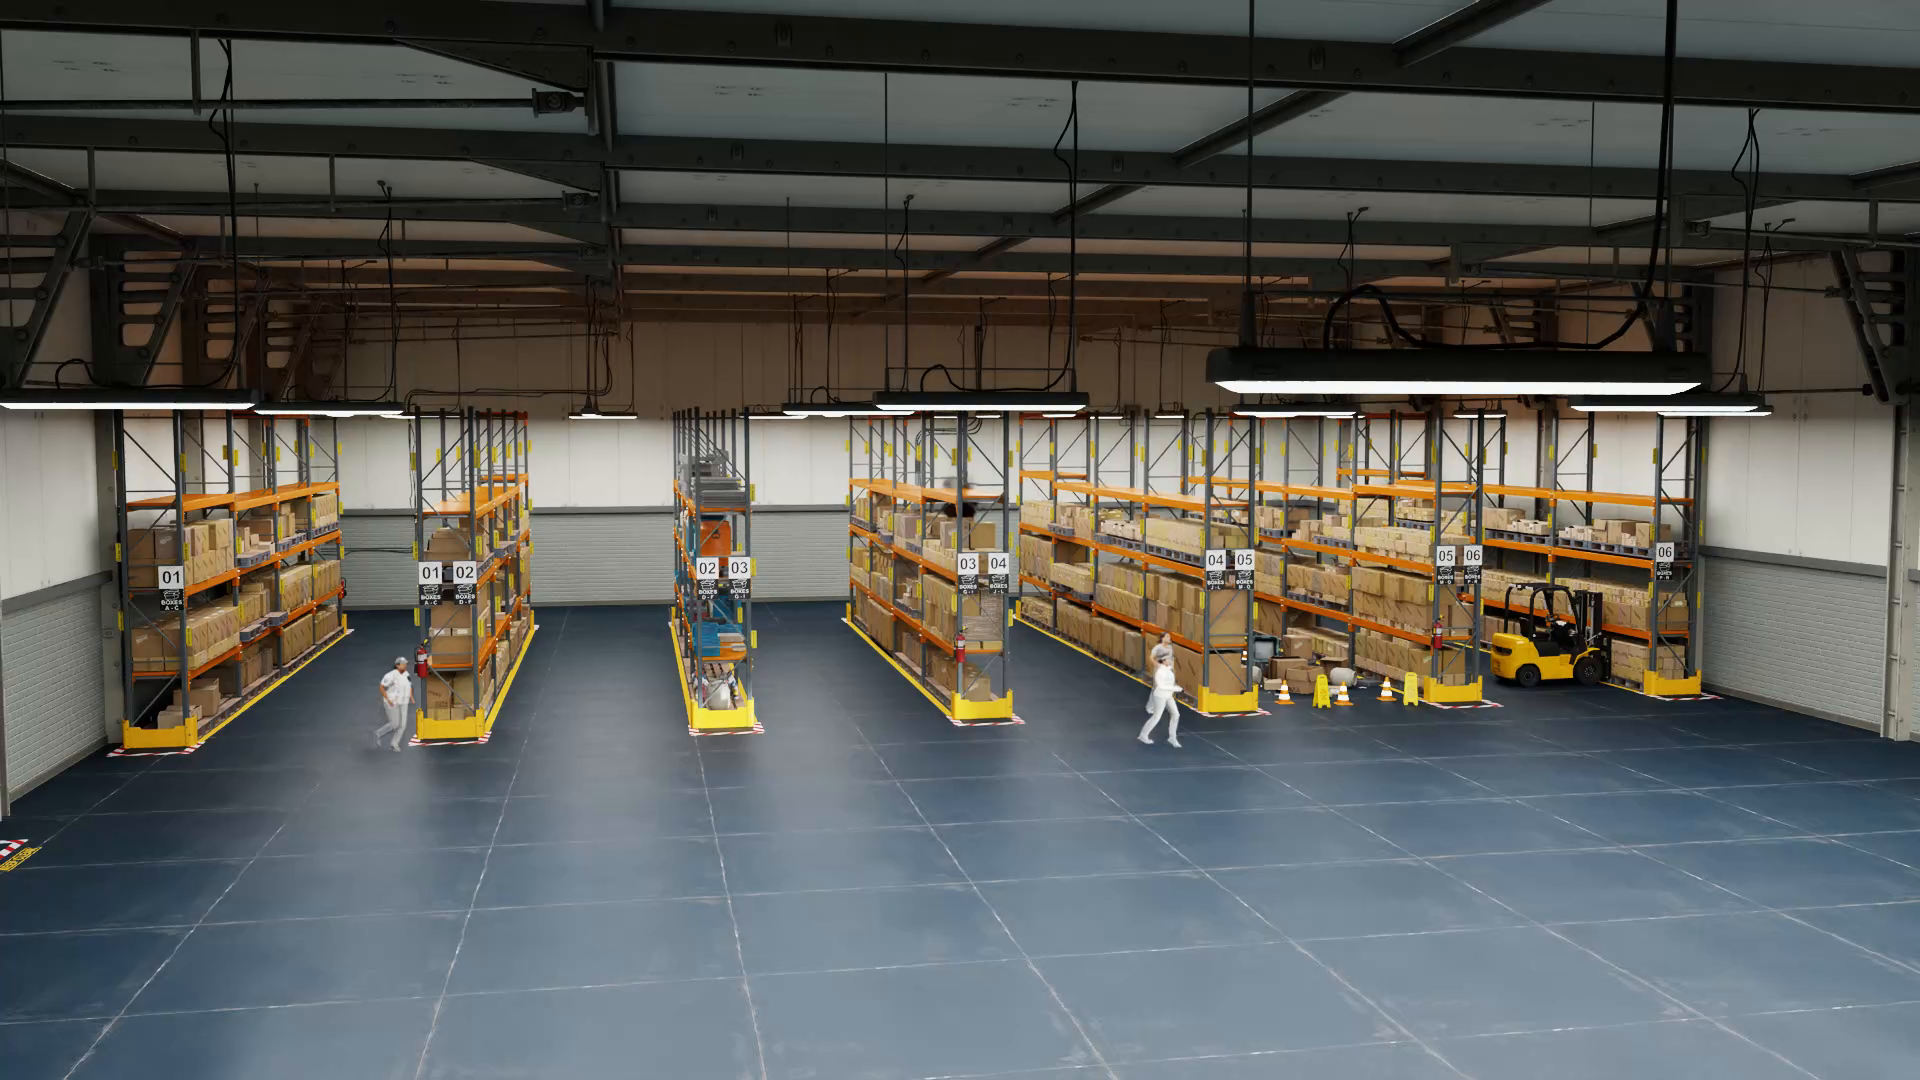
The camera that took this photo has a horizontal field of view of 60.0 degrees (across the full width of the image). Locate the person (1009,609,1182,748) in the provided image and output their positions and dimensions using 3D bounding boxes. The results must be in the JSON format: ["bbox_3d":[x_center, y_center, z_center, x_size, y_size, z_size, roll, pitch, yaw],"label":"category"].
[{"bbox_3d":[2.359,2.524,30.585,4.132,2.127,1.741,2,5,28],"label":"person"}]

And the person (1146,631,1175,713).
[{"bbox_3d":[3.998,2.592,32.578,0.623,1.617,0.591,-2,4,-25],"label":"person"}]

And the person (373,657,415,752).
[{"bbox_3d":[-9.853,2.861,29.061,0.570,1.603,0.689,2,5,31],"label":"person"}]
